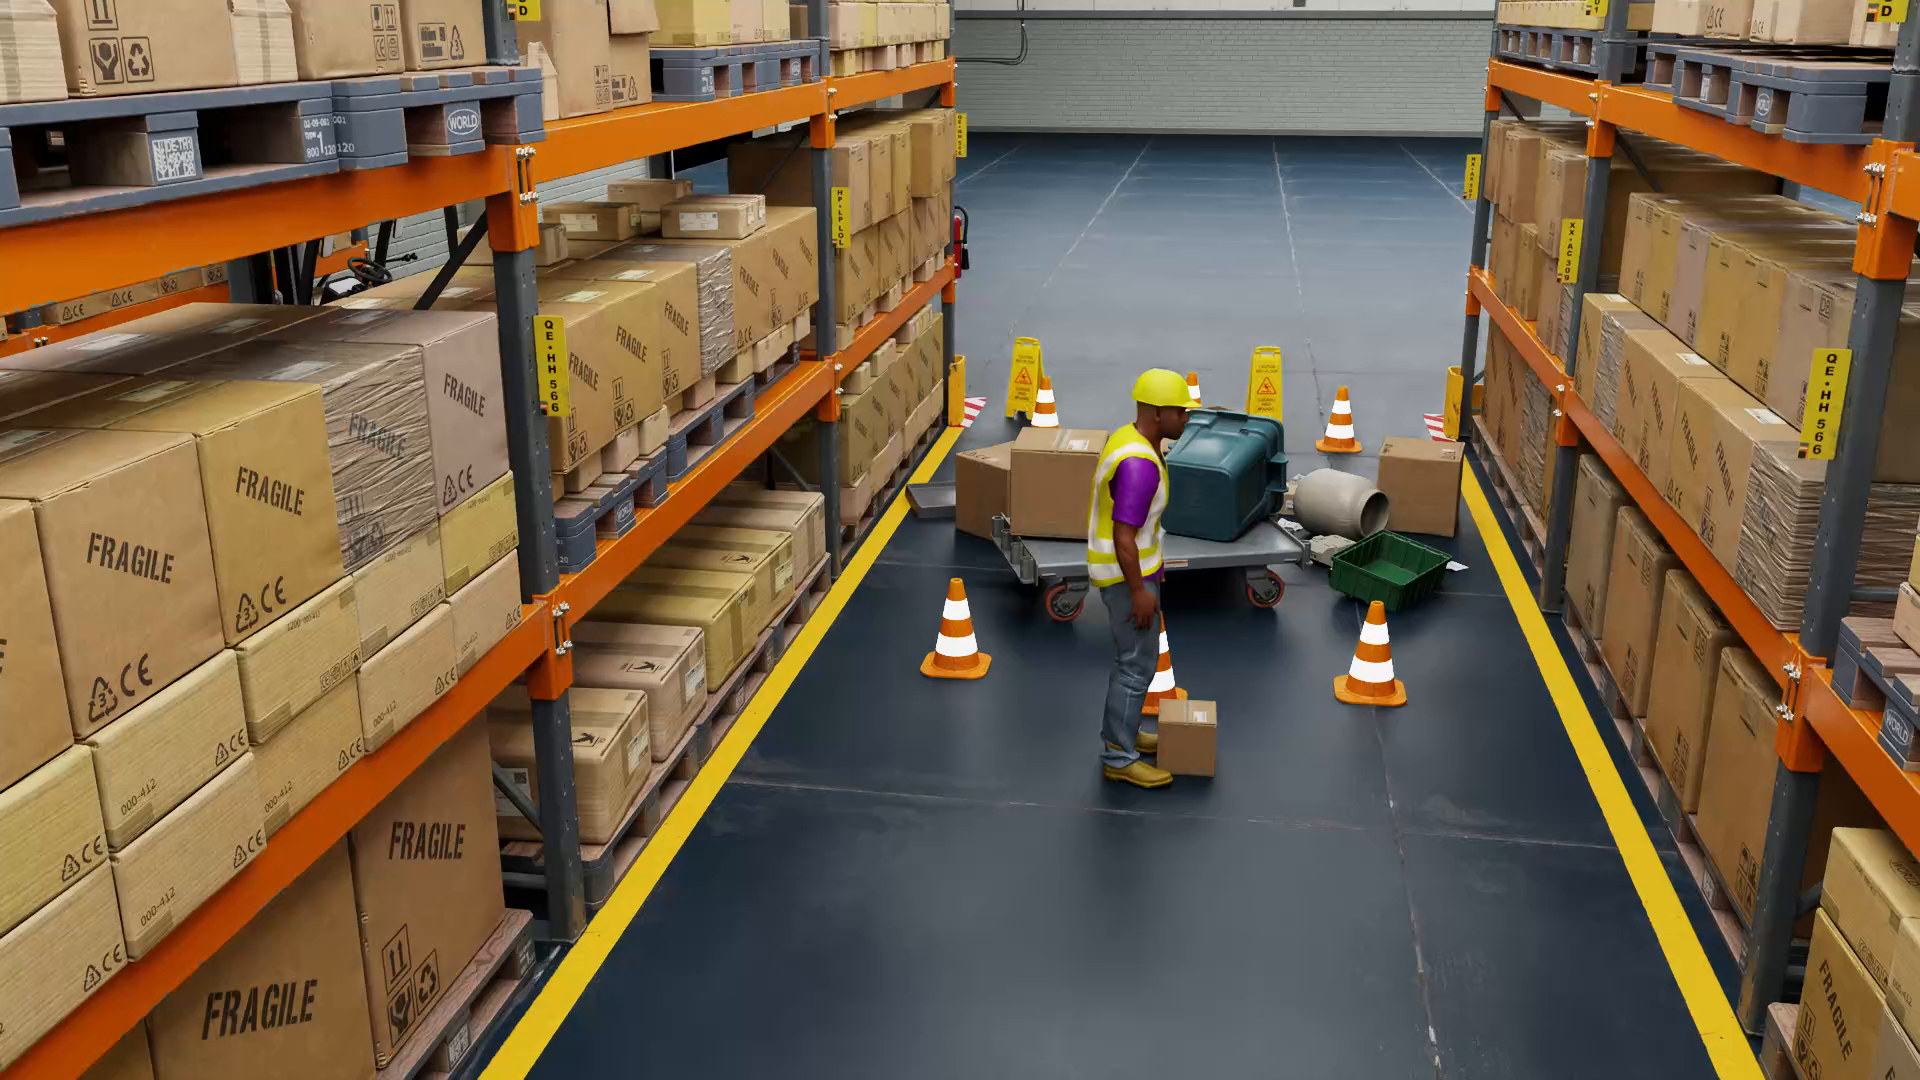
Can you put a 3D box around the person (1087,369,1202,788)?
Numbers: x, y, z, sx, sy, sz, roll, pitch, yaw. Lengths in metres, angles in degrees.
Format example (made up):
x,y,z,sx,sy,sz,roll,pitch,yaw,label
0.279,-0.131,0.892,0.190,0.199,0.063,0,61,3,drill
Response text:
x,y,z,sx,sy,sz,roll,pitch,yaw,label
0.766,0.141,7.082,0.456,1.761,0.628,3,18,9,person
